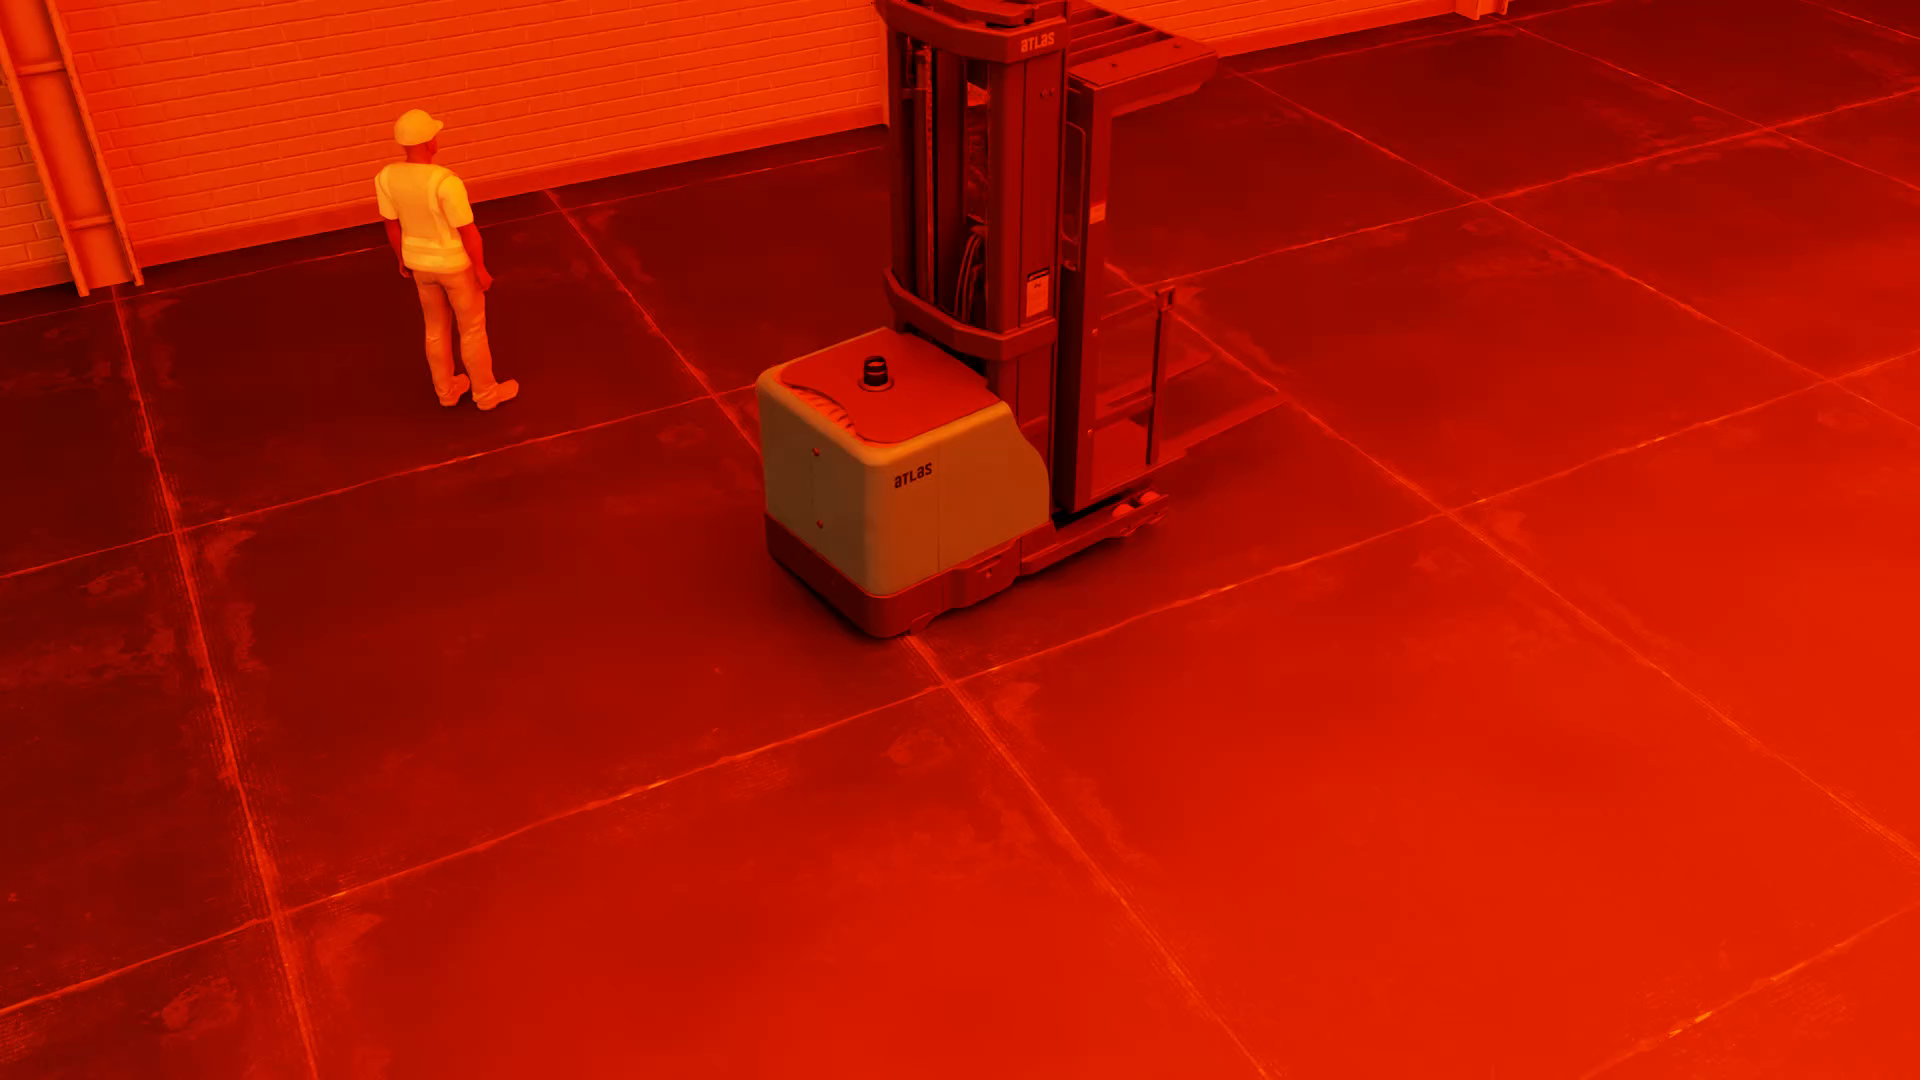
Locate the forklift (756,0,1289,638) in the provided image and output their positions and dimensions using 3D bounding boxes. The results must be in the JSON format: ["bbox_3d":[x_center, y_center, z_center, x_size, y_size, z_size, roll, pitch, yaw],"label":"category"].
[{"bbox_3d":[0.477,-1.430,8.146,3.031,2.935,1.130,-25,42,-31],"label":"forklift"}]

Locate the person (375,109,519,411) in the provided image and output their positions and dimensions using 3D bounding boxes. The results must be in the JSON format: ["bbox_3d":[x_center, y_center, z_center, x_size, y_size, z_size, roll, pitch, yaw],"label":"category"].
[{"bbox_3d":[-2.896,-1.563,9.342,0.564,1.771,0.370,10,36,14],"label":"person"}]
